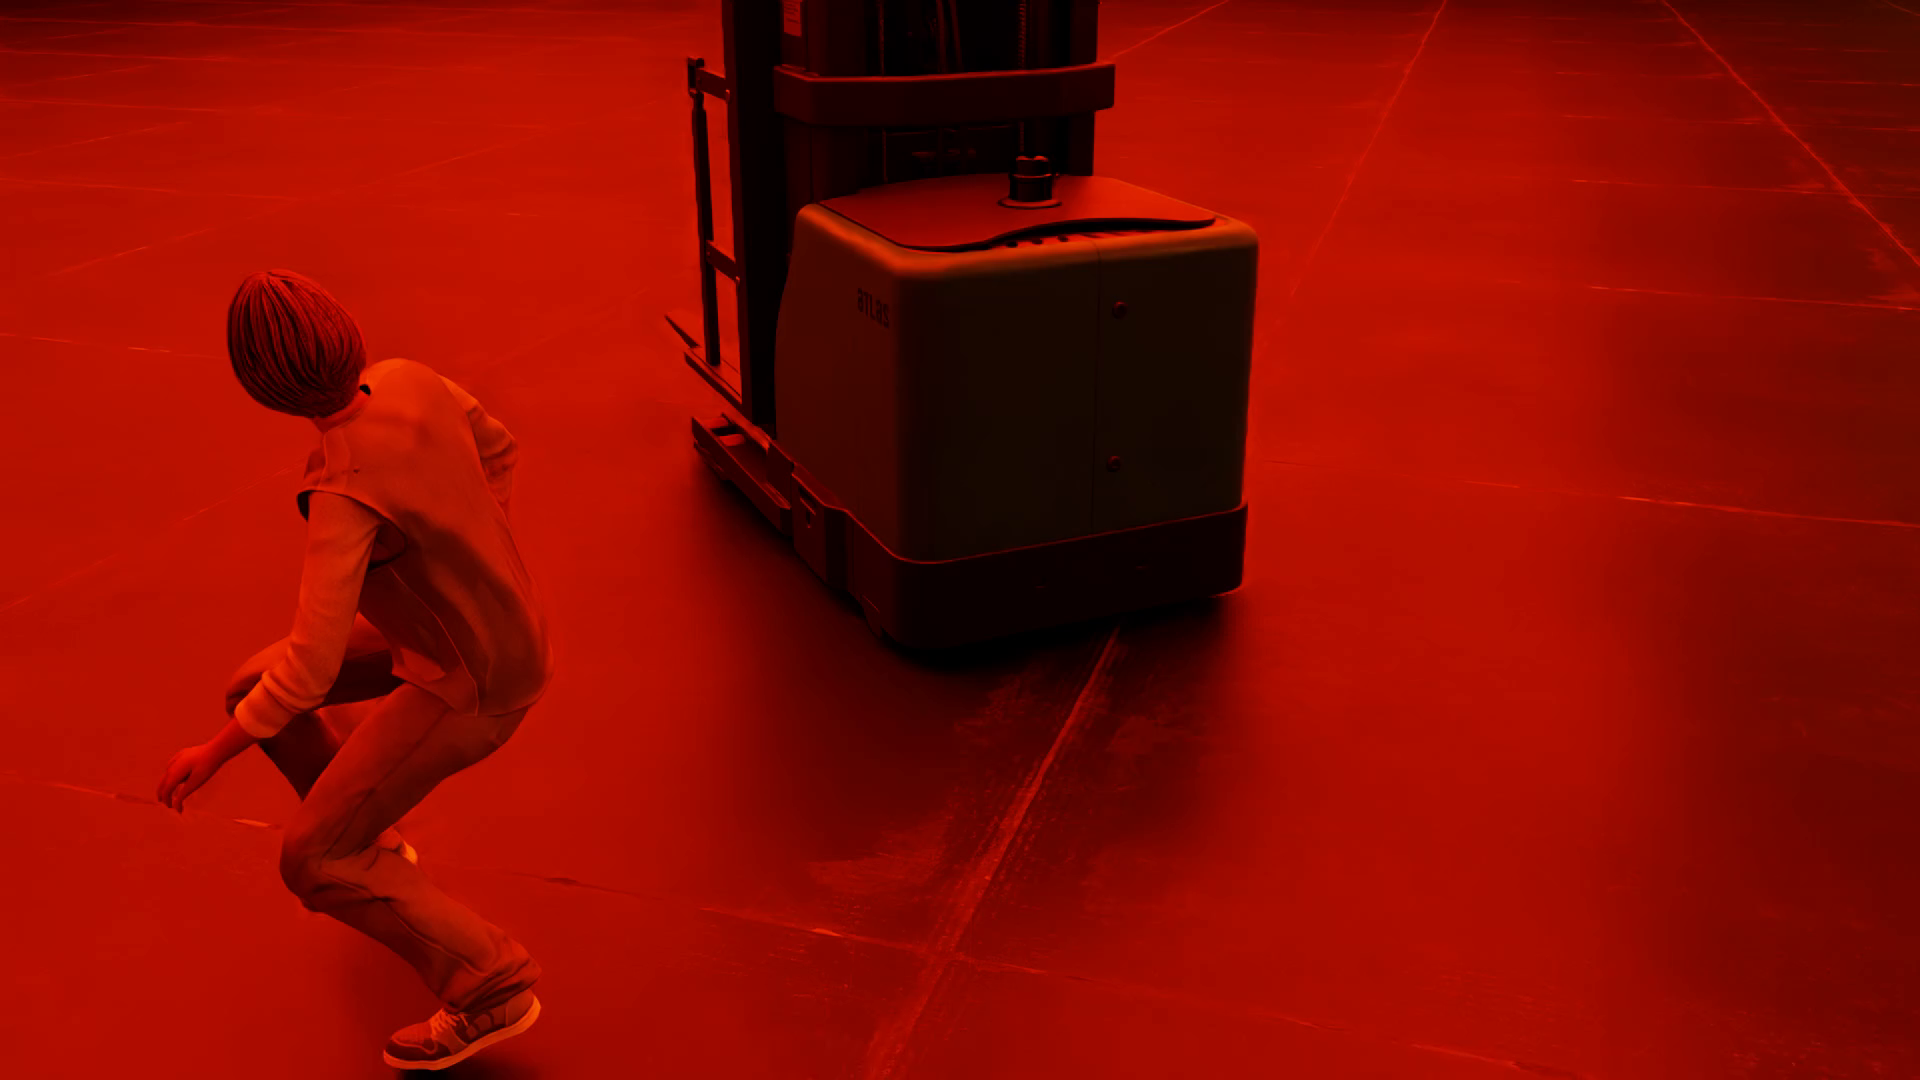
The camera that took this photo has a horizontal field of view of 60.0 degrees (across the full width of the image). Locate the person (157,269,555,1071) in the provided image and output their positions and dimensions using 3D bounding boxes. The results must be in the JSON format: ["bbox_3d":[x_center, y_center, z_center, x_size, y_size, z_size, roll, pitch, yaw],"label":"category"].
[{"bbox_3d":[-1.018,0.188,2.838,0.623,1.361,0.661,-5,23,-12],"label":"person"}]

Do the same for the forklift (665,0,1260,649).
[{"bbox_3d":[-0.273,-1.604,5.165,1.130,2.935,3.031,-10,24,-22],"label":"forklift"}]
